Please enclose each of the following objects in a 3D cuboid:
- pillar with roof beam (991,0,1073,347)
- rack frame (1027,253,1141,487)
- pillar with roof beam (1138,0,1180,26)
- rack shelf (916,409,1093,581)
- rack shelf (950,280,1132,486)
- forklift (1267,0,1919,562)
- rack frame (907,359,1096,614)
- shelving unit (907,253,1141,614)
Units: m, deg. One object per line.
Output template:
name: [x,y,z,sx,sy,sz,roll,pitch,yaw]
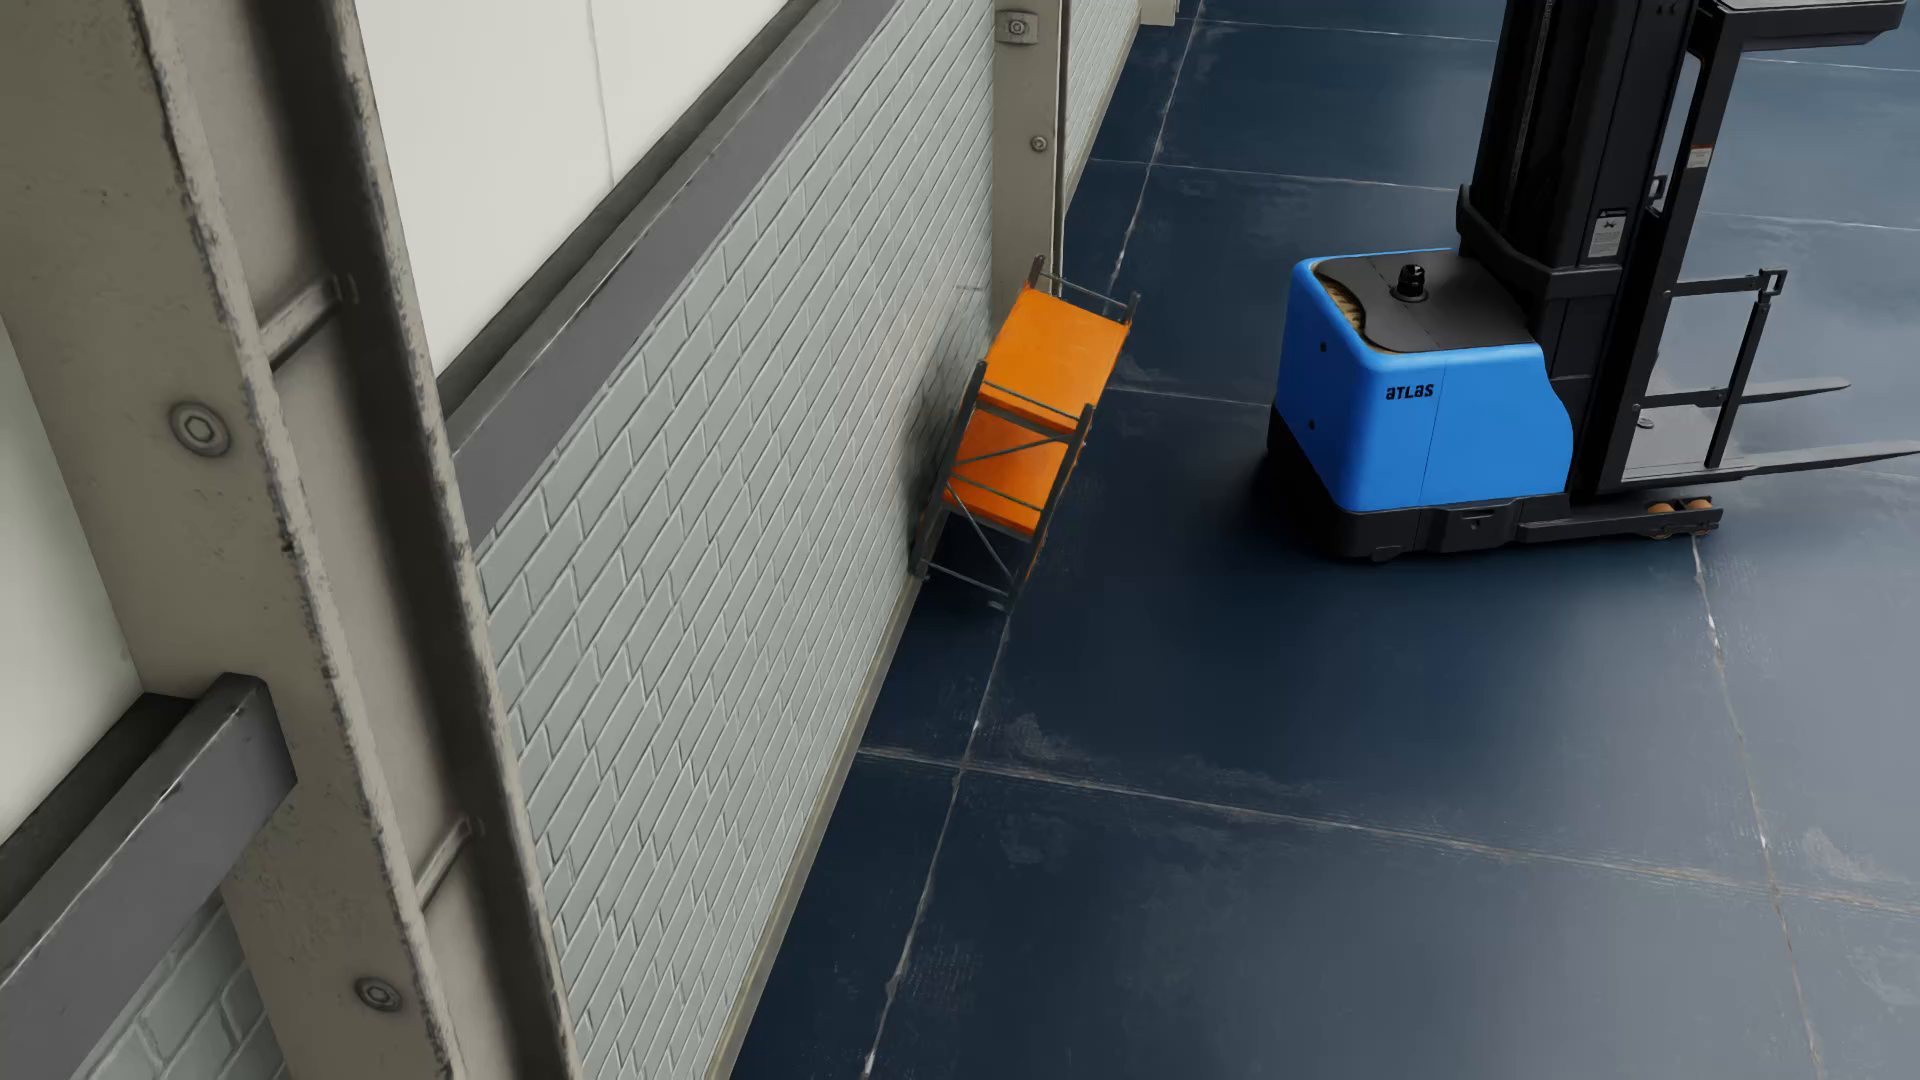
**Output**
pillar with roof beam: [4.551,-3.972,5.562,9.100,9.000,0.400,7,37,10]
rack frame: [0.418,-0.757,7.728,0.500,1.125,0.032,22,38,3]
pillar with roof beam: [5.832,-7.412,10.308,9.100,9.000,0.400,7,37,10]
rack shelf: [0.217,-0.295,7.474,0.538,0.278,1.000,22,38,3]
rack shelf: [0.363,-0.695,7.147,0.538,0.278,1.000,22,38,3]
forklift: [3.091,-1.491,7.310,3.031,2.935,1.130,-6,36,-8]
rack frame: [0.149,-0.197,6.923,0.500,1.125,0.032,22,38,3]
shelving unit: [0.284,-0.477,7.325,0.538,1.125,1.048,22,38,3]
